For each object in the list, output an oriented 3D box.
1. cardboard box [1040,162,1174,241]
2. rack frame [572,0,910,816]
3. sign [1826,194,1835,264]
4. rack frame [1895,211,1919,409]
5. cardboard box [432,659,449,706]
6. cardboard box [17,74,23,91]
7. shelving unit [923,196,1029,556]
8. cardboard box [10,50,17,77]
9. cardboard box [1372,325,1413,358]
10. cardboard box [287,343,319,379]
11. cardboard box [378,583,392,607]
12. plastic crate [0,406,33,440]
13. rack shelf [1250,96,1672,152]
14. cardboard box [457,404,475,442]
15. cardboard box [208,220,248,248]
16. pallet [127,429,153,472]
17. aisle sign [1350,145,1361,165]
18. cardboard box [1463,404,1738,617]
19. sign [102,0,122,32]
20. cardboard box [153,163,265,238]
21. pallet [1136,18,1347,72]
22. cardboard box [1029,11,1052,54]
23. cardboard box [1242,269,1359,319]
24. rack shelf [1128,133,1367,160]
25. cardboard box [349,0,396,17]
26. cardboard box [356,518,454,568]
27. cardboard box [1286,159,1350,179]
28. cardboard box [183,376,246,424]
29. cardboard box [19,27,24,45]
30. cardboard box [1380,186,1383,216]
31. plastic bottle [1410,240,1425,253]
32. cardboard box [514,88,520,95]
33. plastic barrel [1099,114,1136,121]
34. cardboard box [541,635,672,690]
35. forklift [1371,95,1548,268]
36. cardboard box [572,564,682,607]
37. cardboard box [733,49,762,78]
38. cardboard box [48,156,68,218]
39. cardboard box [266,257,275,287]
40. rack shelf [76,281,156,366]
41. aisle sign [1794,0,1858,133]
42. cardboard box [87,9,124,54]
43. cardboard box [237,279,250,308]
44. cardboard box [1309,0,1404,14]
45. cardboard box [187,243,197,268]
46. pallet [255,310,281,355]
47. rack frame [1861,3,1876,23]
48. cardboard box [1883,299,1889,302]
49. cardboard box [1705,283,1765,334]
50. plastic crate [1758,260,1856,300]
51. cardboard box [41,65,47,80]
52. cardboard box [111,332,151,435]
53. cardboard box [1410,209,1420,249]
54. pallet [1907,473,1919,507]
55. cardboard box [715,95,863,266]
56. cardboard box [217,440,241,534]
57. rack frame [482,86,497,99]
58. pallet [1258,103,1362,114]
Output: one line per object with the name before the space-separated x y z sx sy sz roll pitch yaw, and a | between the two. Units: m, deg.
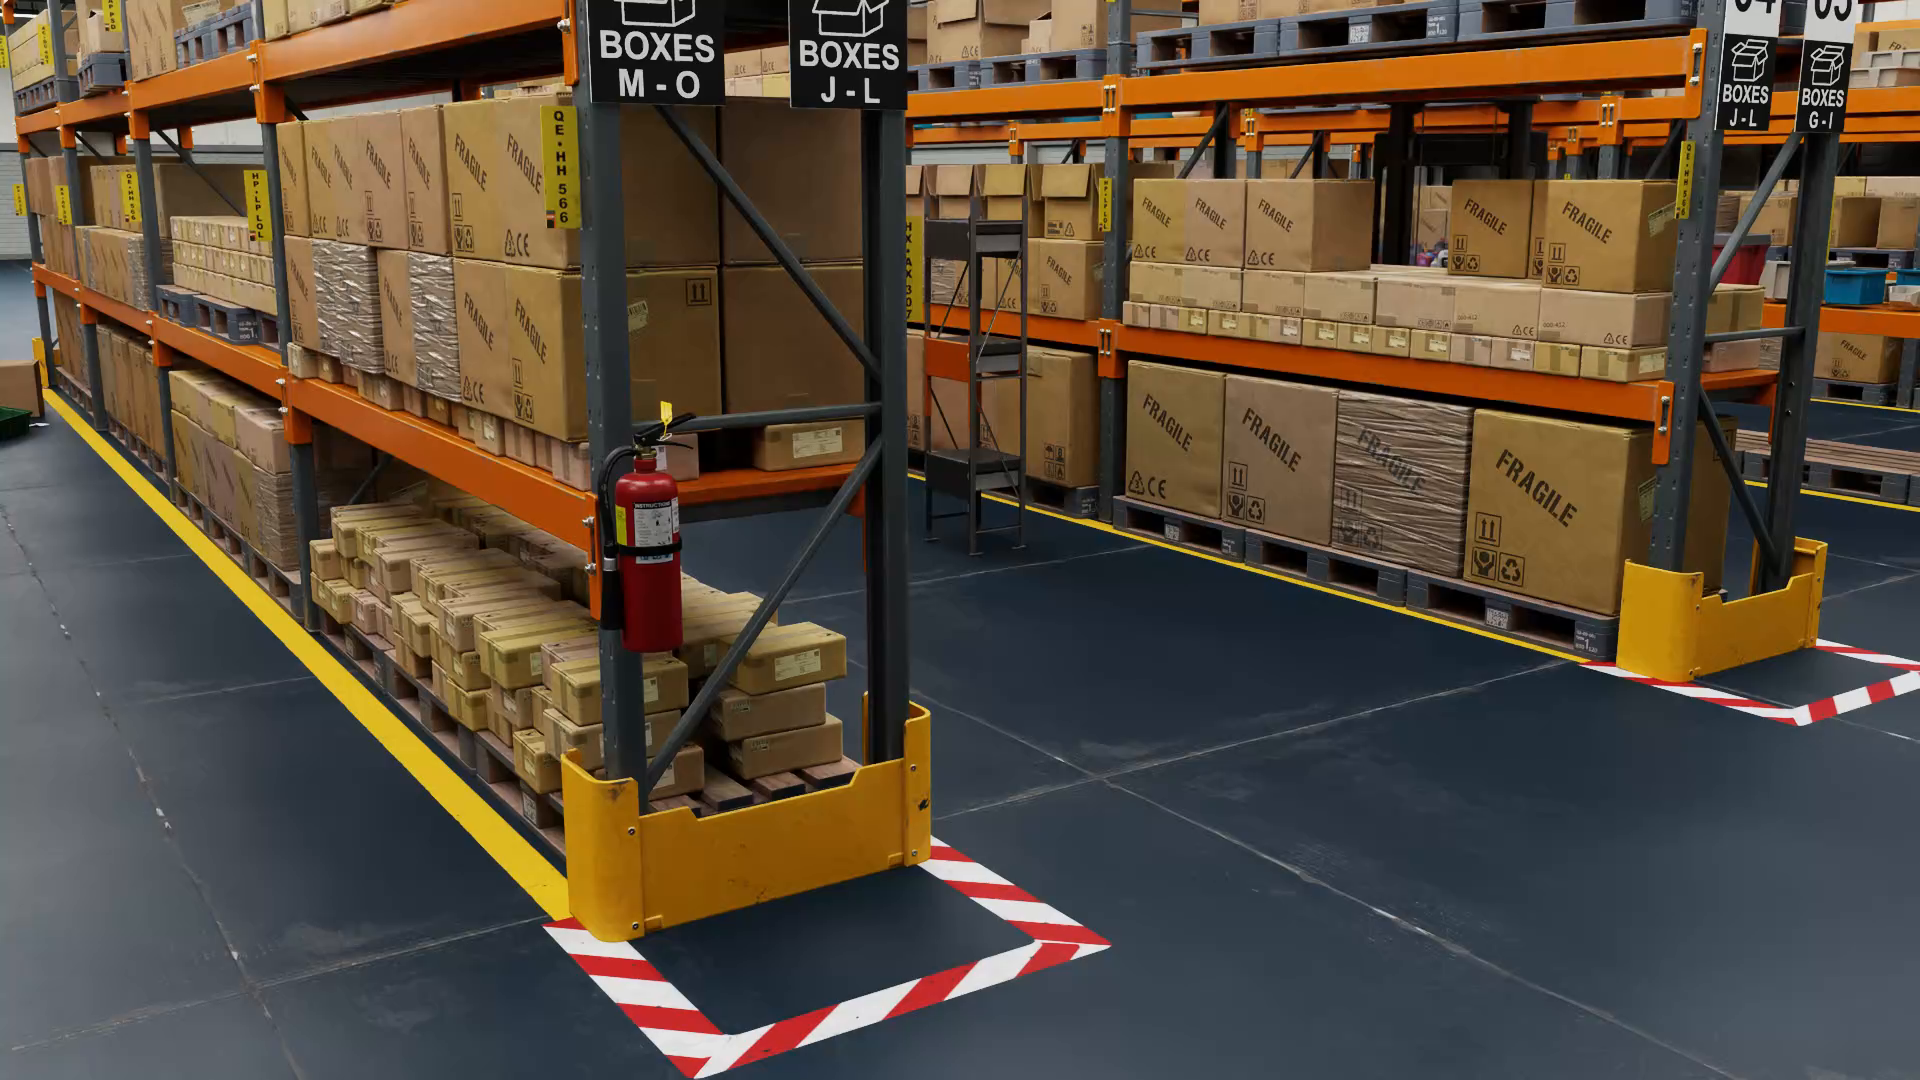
cardboard box | 0.997 -2.287 11.217 0.797 0.503 0.637 -9 15 -34
rack frame | -0.611 -0.355 4.965 1.000 3.000 0.127 -8 15 -33
sign | 4.039 -1.451 7.762 0.100 0.325 0.005 -8 15 -33
rack frame | 9.606 -2.808 16.179 1.000 3.000 0.127 -8 15 -33
cardboard box | -1.854 0.541 6.556 0.380 0.149 0.250 -8 15 -32
cardboard box | -9.273 -4.609 16.765 0.380 0.149 0.250 -8 15 -33
shelving unit | 0.092 -0.996 10.003 0.431 2.100 0.503 -8 15 -33
cardboard box | -9.423 -4.876 17.054 0.500 0.250 0.500 -8 15 -33
cardboard box | 2.391 -1.053 8.746 0.380 0.149 0.250 -8 15 -33
cardboard box | -2.943 -0.855 7.837 0.380 0.149 0.250 -7 14 -31
cardboard box | -2.366 0.200 7.421 0.380 0.149 0.250 -9 15 -36
plastic crate | -8.447 -1.020 14.451 0.450 0.188 0.662 9 12 -6
rack shelf | 4.373 -3.692 14.884 1.077 0.370 4.000 -8 15 -33
cardboard box | -1.568 -0.441 5.947 0.380 0.149 0.250 -9 15 -35
cardboard box | -4.220 -1.812 9.841 0.380 0.149 0.250 -8 14 -31
pallet | -6.090 -0.782 13.442 1.003 0.211 1.213 -8 15 -33
aisle sign | 6.790 -6.776 28.241 0.394 0.787 0.004 -8 15 -33
cardboard box | 3.152 -0.196 8.227 0.875 0.875 0.875 -8 15 -33
sign | -5.510 -3.470 10.793 0.100 0.325 0.005 -8 15 -33
cardboard box | -5.284 -2.396 11.724 0.700 0.500 0.500 -8 15 -33
pallet | 1.802 -2.911 9.838 1.003 0.211 1.213 -8 15 -33
cardboard box | 0.824 -3.468 11.405 0.500 0.311 0.500 -9 15 -35
cardboard box | 1.963 -1.413 9.455 0.500 0.250 0.500 -8 14 -31
rack shelf | 4.066 -5.700 24.068 1.077 0.370 4.000 -8 15 -33
cardboard box | -1.947 -2.069 6.131 0.500 0.250 0.500 -7 14 -30
cardboard box | -2.525 0.011 7.587 0.380 0.149 0.250 -8 15 -34
cardboard box | 4.923 -4.991 22.893 0.700 0.500 0.500 -8 15 -32
cardboard box | -4.582 -0.887 10.509 0.500 0.250 0.500 -8 15 -33
cardboard box | -8.853 -4.864 16.065 0.380 0.149 0.250 -8 15 -33
cardboard box | 7.094 -5.711 28.005 0.500 0.500 0.500 -8 15 -33
plastic bottle | 4.141 -2.560 15.164 0.144 0.351 0.185 -8 15 -33
cardboard box | -4.934 -5.136 19.221 0.380 0.149 0.250 -7 14 -31
plastic barrel | 1.873 -5.174 18.805 0.600 0.901 0.600 0 12 0
cardboard box | -1.207 0.426 5.690 0.380 0.149 0.250 -8 15 -32
forklift | 3.344 -1.706 11.303 1.130 2.935 3.031 4 13 18
cardboard box | -1.365 0.177 6.831 0.380 0.149 0.250 -8 15 -32
cardboard box | -1.625 -4.251 14.353 0.500 0.500 0.500 -8 15 -33
cardboard box | -7.837 -3.244 15.296 0.875 0.550 0.550 -8 15 -33
cardboard box | -3.360 -1.388 8.598 0.380 0.149 0.250 -8 15 -32
rack shelf | -6.152 -1.782 13.174 1.077 0.370 4.000 -8 15 -33
aisle sign | 3.863 -2.217 7.393 0.394 0.787 0.004 -8 15 -33
cardboard box | -5.873 -3.604 11.792 0.500 0.311 0.500 -8 15 -33
cardboard box | -3.791 -1.380 9.258 0.380 0.149 0.250 -9 15 -35
cardboard box | 2.307 -3.066 8.888 0.700 0.500 0.500 -7 14 -30
cardboard box | -4.641 -1.801 10.485 0.380 0.149 0.250 -9 15 -35
pallet | -3.130 -1.126 8.939 1.003 0.211 1.213 -8 15 -33
rack frame | 11.512 -7.037 21.476 1.000 3.000 0.127 -8 15 -33
cardboard box | 11.810 -3.115 21.632 0.750 0.750 0.750 -8 15 -34
cardboard box | 3.532 -1.114 8.088 0.500 0.250 0.500 -9 15 -34
plastic crate | 6.173 -1.900 12.166 0.437 0.282 0.530 -8 15 -33
cardboard box | -8.012 -4.204 14.912 0.380 0.149 0.250 -8 15 -32
cardboard box | -6.310 -1.324 13.677 1.050 0.750 0.750 -8 15 -33
cardboard box | 5.878 -4.047 21.613 0.500 0.500 0.500 -7 14 -29
pallet | 7.272 -0.300 11.238 1.003 0.211 1.213 -8 15 -33
cardboard box | -0.639 -1.149 5.324 0.500 0.500 0.500 -8 15 -33
cardboard box | -4.012 -0.335 9.743 0.500 0.500 0.500 -8 15 -34
rack frame | -5.291 -6.701 19.939 1.000 3.000 0.127 -8 15 -33
pallet | 3.607 -4.159 15.779 1.003 0.211 1.213 -8 15 -33
